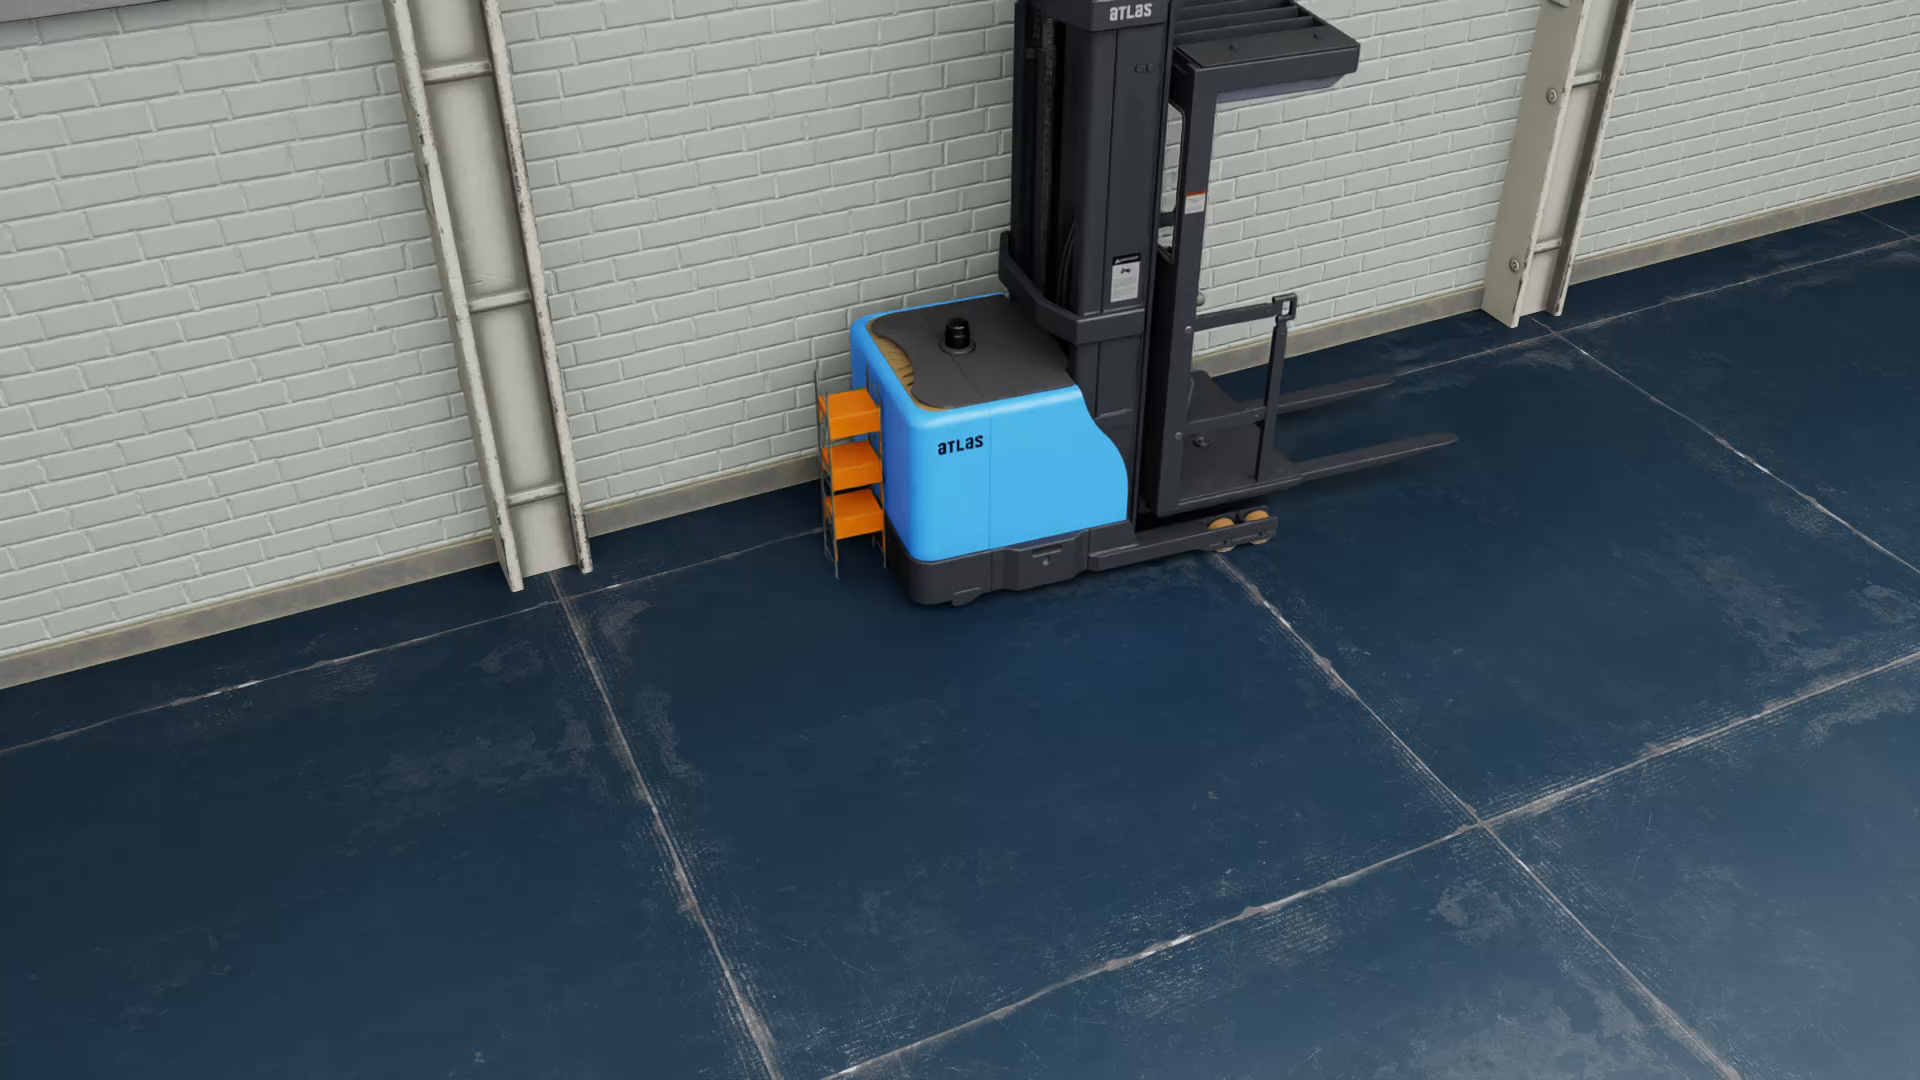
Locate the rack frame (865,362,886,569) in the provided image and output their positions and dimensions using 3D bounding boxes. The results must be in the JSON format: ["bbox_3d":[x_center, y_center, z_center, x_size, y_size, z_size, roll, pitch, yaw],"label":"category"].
[{"bbox_3d":[-0.394,-0.336,7.822,0.008,1.050,0.200,-12,38,-16],"label":"rack frame"}]

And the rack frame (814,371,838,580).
[{"bbox_3d":[-0.624,-0.287,7.755,0.008,1.050,0.200,-12,38,-16],"label":"rack frame"}]

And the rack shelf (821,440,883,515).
[{"bbox_3d":[-0.509,-0.303,7.795,0.240,0.259,0.215,-12,38,-16],"label":"rack shelf"}]

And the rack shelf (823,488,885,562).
[{"bbox_3d":[-0.509,-0.080,7.961,0.240,0.259,0.215,-12,38,-16],"label":"rack shelf"}]

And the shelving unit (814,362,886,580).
[{"bbox_3d":[-0.509,-0.311,7.789,0.252,1.050,0.215,-12,38,-16],"label":"shelving unit"}]

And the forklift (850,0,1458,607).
[{"bbox_3d":[1.038,-1.401,7.678,3.031,2.935,1.130,-12,38,-16],"label":"forklift"}]

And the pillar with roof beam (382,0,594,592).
[{"bbox_3d":[-0.189,-1.177,2.283,0.400,9.000,9.100,-16,39,-20],"label":"pillar with roof beam"}]

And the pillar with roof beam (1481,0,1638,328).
[{"bbox_3d":[5.242,-2.696,4.331,0.400,9.000,9.100,-16,39,-20],"label":"pillar with roof beam"}]

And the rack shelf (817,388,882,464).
[{"bbox_3d":[-0.509,-0.531,7.626,0.240,0.259,0.215,-12,38,-16],"label":"rack shelf"}]
